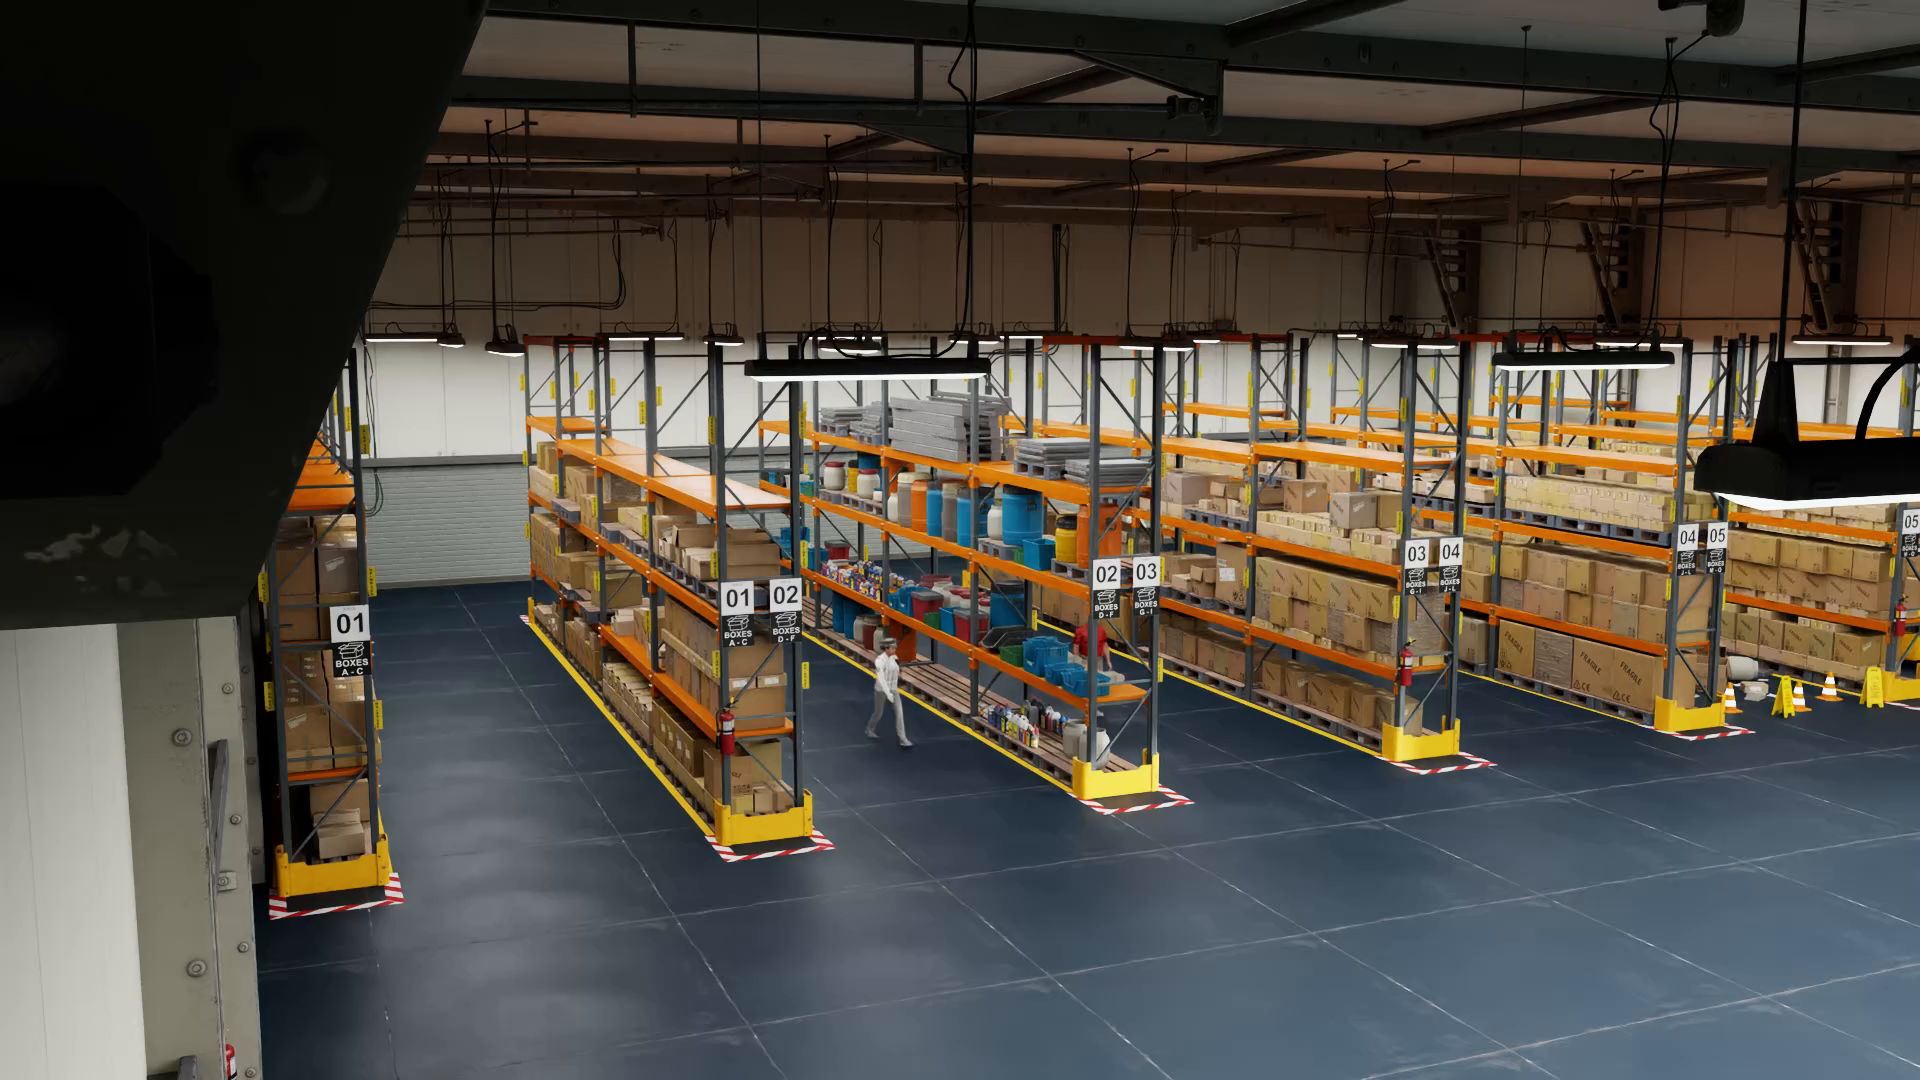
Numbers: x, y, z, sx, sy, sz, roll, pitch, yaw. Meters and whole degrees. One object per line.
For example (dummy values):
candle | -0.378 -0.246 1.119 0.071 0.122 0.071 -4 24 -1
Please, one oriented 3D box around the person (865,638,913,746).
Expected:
person | -1.042 2.241 24.798 0.466 1.582 1.067 -6 10 -37

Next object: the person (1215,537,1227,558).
person | 5.585 0.802 35.207 0.457 1.722 0.573 4 9 29

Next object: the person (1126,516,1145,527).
person | 4.443 -0.116 42.249 0.515 1.614 1.035 2 8 18

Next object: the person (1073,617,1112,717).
person | 2.097 2.004 26.334 0.617 1.796 0.518 -4 8 -26
